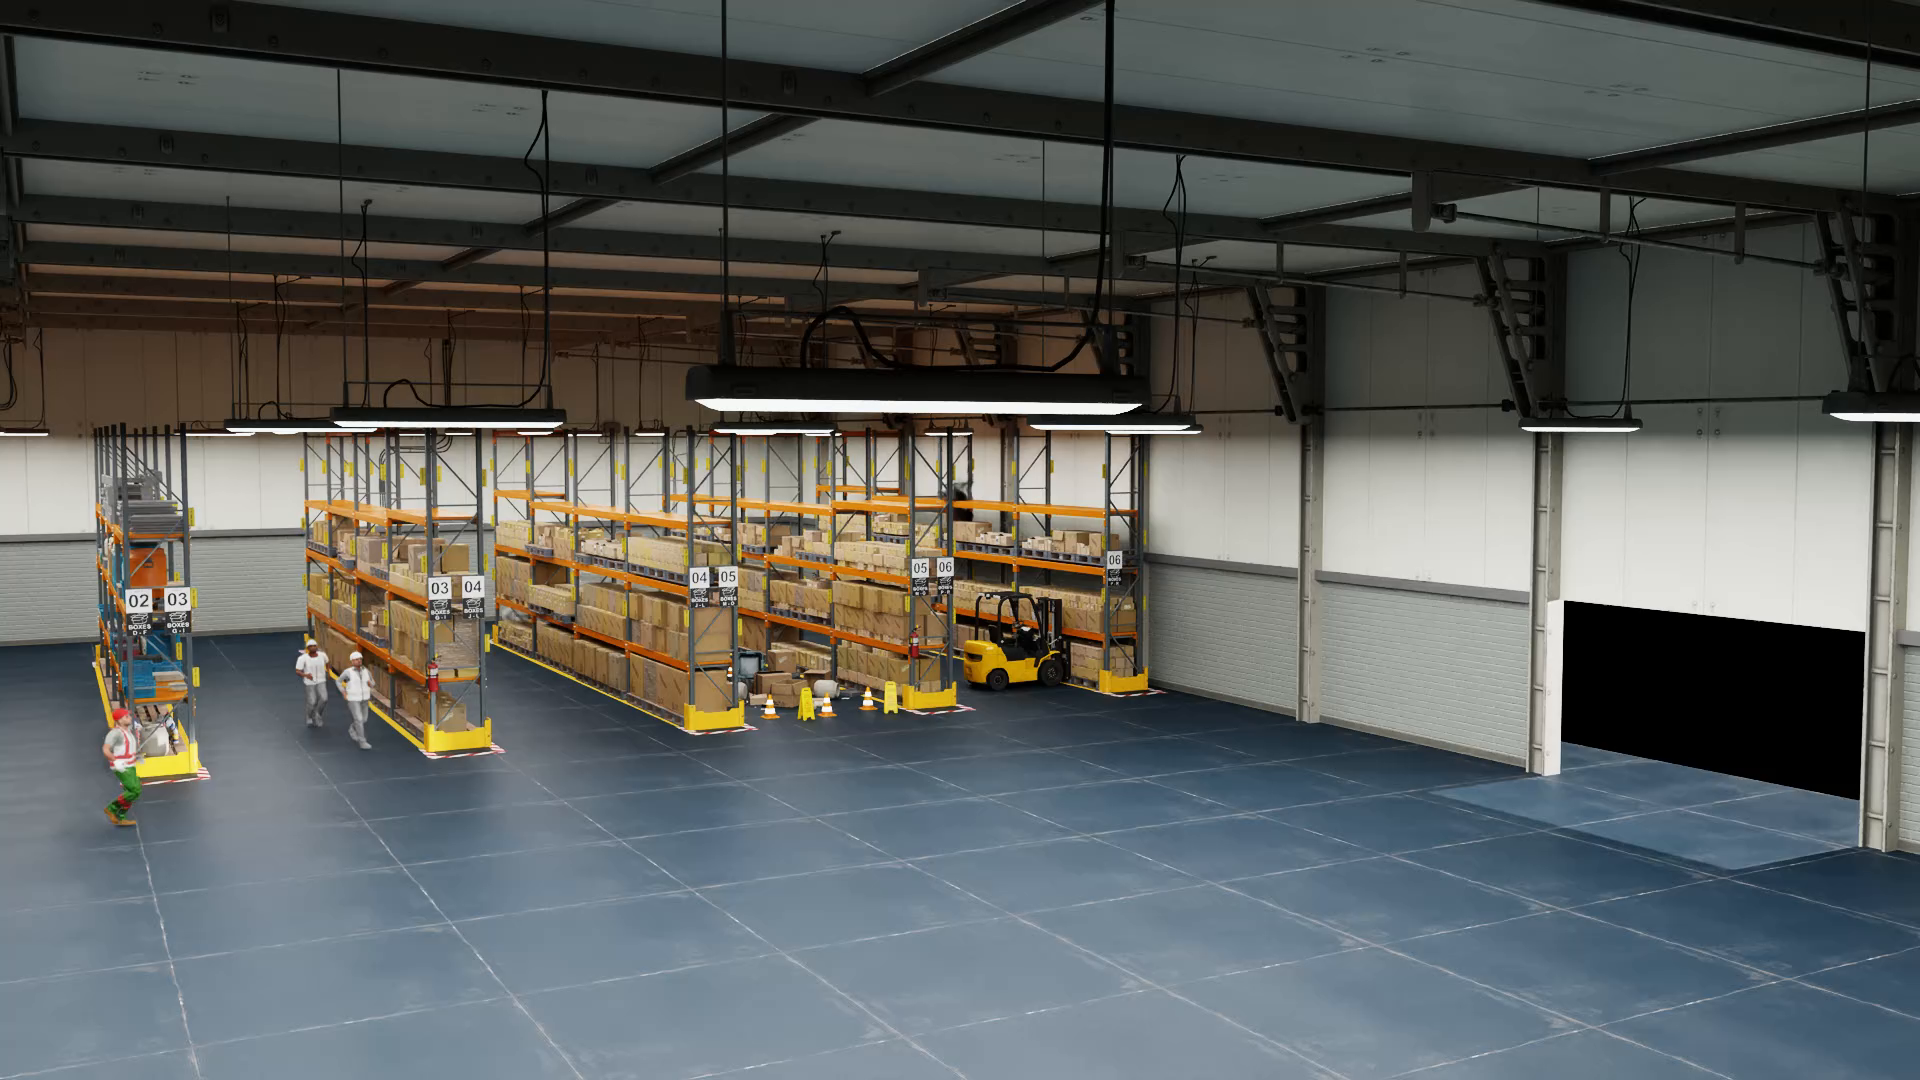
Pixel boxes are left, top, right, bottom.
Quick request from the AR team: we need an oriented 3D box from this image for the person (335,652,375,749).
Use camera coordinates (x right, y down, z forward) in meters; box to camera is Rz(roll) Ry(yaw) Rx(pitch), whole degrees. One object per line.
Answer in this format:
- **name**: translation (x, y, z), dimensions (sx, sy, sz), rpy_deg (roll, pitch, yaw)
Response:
- **person**: translation (-11.168, 2.948, 30.847), dimensions (0.969, 1.749, 0.659), rpy_deg (3, 5, 41)

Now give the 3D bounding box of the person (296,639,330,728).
- **person**: translation (-12.824, 2.851, 33.044), dimensions (0.698, 1.760, 0.665), rpy_deg (-2, 4, -34)

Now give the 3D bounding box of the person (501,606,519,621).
- **person**: translation (-13.063, 1.902, 48.345), dimensions (0.931, 1.827, 0.676), rpy_deg (-3, 5, -43)

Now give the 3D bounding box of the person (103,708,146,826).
- **person**: translation (-12.363, 3.357, 24.578), dimensions (0.531, 1.746, 0.648), rpy_deg (-1, 3, -9)
